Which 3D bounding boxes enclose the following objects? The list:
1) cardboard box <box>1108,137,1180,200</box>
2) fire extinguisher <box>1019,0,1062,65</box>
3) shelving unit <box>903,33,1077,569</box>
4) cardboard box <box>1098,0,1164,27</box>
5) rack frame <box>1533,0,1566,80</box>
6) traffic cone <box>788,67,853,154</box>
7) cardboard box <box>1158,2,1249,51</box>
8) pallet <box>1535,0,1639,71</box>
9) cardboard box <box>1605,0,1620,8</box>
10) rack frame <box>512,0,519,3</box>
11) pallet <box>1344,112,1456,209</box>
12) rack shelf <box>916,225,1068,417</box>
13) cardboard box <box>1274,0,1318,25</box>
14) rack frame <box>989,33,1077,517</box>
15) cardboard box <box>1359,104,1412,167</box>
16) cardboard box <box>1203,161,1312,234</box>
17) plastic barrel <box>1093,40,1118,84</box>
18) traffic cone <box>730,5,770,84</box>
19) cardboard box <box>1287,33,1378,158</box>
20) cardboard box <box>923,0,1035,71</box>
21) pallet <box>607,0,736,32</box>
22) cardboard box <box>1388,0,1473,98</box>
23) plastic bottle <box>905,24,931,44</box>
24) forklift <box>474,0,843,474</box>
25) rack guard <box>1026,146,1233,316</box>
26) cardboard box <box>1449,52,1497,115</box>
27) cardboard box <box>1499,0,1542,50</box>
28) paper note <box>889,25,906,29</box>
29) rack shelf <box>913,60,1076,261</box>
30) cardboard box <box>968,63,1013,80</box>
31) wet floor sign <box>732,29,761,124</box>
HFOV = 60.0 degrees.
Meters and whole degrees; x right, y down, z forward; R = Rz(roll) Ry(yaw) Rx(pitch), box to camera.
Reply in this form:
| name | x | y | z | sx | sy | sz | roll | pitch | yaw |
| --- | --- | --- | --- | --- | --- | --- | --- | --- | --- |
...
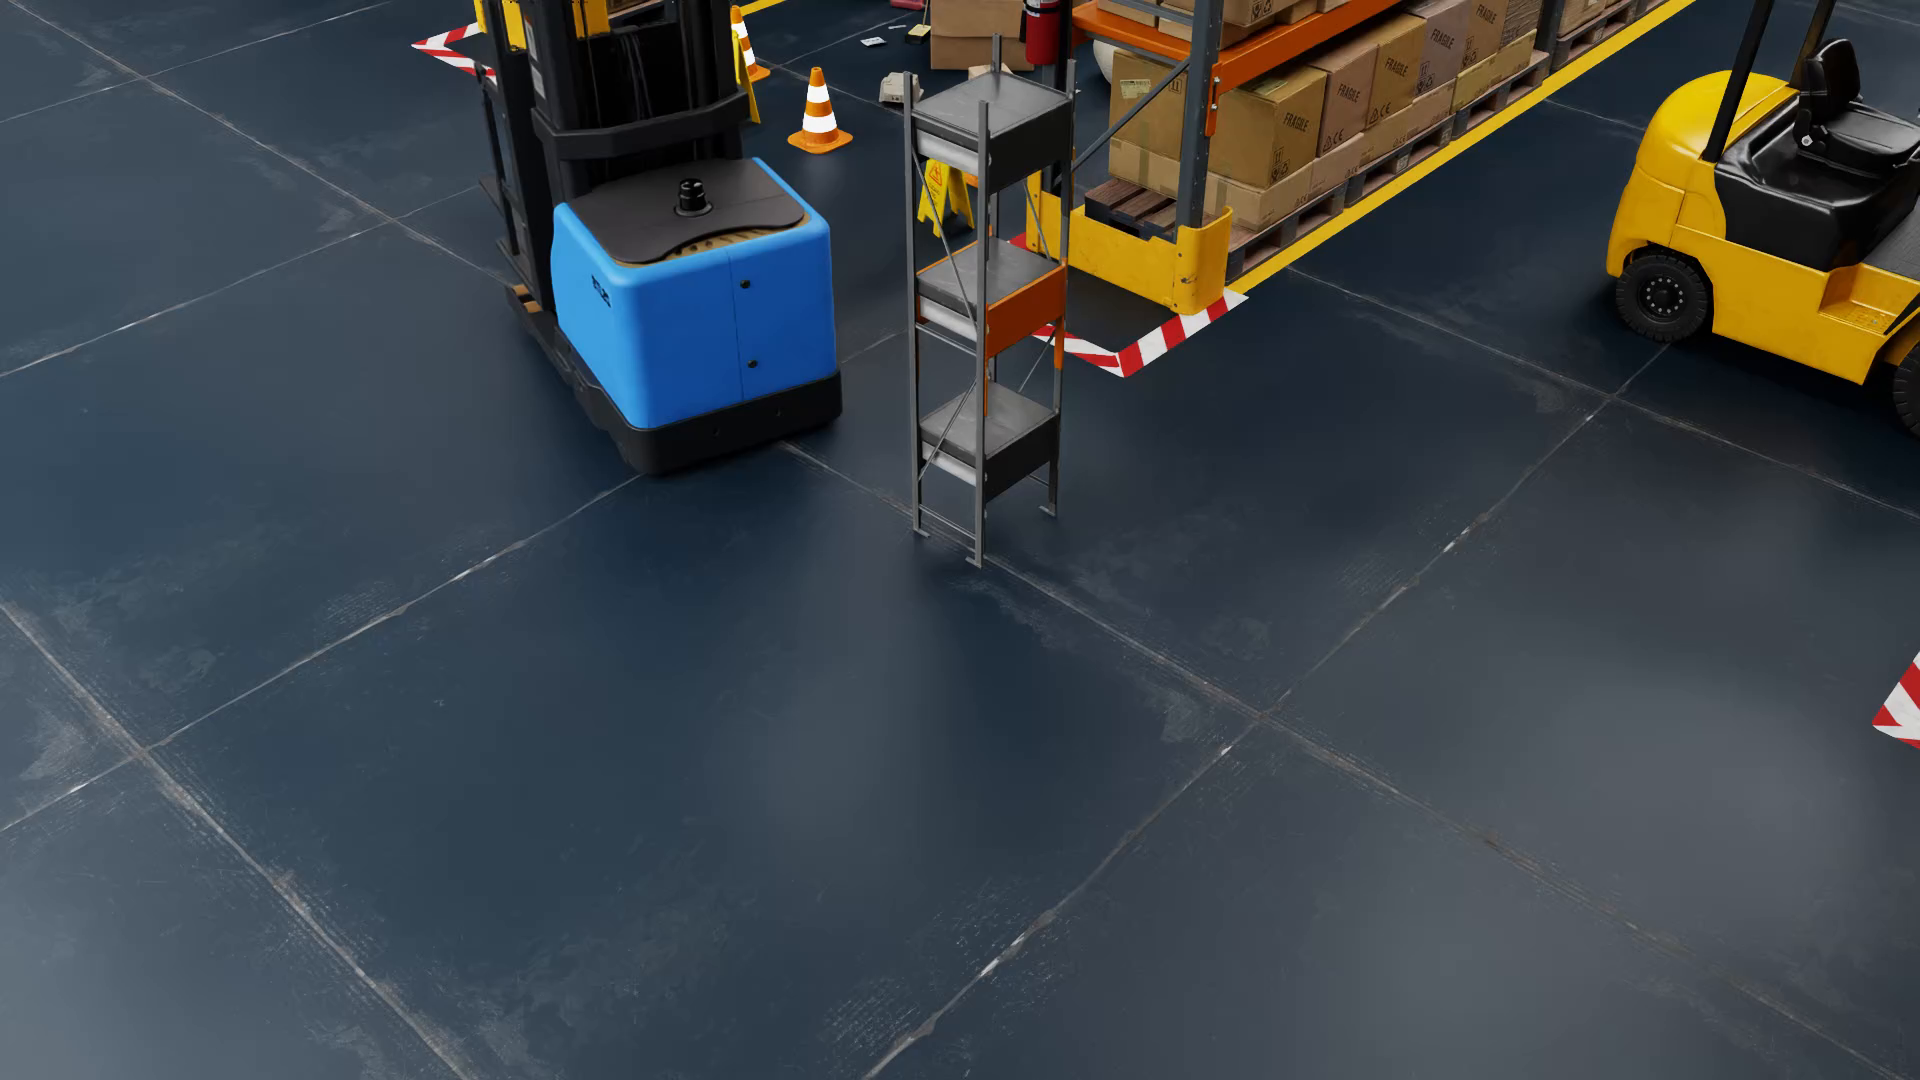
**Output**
| name | x | y | z | sx | sy | sz | roll | pitch | yaw |
| --- | --- | --- | --- | --- | --- | --- | --- | --- | --- |
| cardboard box | 1.201 | -2.208 | 9.489 | 0.500 | 0.250 | 0.500 | 29 | 47 | 32 |
| fire extinguisher | 0.420 | -2.735 | 8.342 | 0.296 | 0.674 | 0.183 | 30 | 47 | 32 |
| shelving unit | 0.112 | -0.898 | 6.692 | 0.431 | 2.100 | 0.503 | 30 | 47 | 32 |
| cardboard box | 0.932 | -2.788 | 8.548 | 0.380 | 0.149 | 0.250 | 31 | 48 | 33 |
| rack frame | 3.536 | -4.462 | 10.452 | 1.000 | 3.000 | 0.127 | 30 | 47 | 32 |
| traffic cone | -0.873 | -2.681 | 10.250 | 0.336 | 0.463 | 0.334 | 30 | 47 | 32 |
| cardboard box | 1.220 | -2.596 | 8.306 | 0.380 | 0.149 | 0.250 | 30 | 47 | 32 |
| pallet | 4.060 | -3.729 | 11.770 | 1.003 | 0.211 | 1.213 | 30 | 47 | 32 |
| cardboard box | 4.371 | -4.172 | 11.861 | 0.625 | 0.372 | 0.950 | -31 | 48 | -33 |
| rack frame | -2.884 | -4.657 | 10.696 | 1.000 | 3.000 | 0.127 | 30 | 47 | 32 |
| pallet | 2.286 | -2.485 | 10.205 | 1.003 | 0.211 | 1.213 | 30 | 47 | 32 |
| rack shelf | 0.112 | -0.887 | 6.701 | 0.431 | 0.518 | 0.480 | 30 | 47 | 32 |
| cardboard box | 1.618 | -2.805 | 8.570 | 0.380 | 0.149 | 0.250 | 28 | 46 | 31 |
| rack frame | 0.276 | -1.010 | 6.833 | 0.400 | 2.100 | 0.015 | 30 | 47 | 32 |
| cardboard box | 2.295 | -2.455 | 9.799 | 0.500 | 0.250 | 0.500 | -31 | 48 | -33 |
| cardboard box | 1.586 | -1.967 | 9.186 | 0.500 | 0.250 | 0.500 | 29 | 47 | 32 |
| plastic barrel | 1.114 | -3.201 | 10.936 | 0.421 | 0.421 | 0.512 | -5 | 39 | -6 |
| traffic cone | -1.478 | -3.312 | 11.043 | 0.336 | 0.463 | 0.334 | 30 | 47 | 32 |
| cardboard box | 1.951 | -2.514 | 9.271 | 0.500 | 0.500 | 0.500 | 28 | 46 | 30 |
| cardboard box | 0.154 | -3.518 | 11.270 | 0.797 | 0.503 | 0.637 | 2 | 39 | 2 |
| pallet | -2.403 | -3.966 | 12.068 | 1.003 | 0.211 | 1.213 | 30 | 47 | 32 |
| cardboard box | 2.650 | -2.990 | 9.870 | 0.500 | 0.500 | 0.500 | -31 | 48 | -33 |
| plastic bottle | -0.273 | -3.568 | 11.688 | 0.133 | 0.061 | 0.283 | 14 | 41 | 17 |
| forklift | -1.720 | -2.345 | 7.843 | 1.130 | 2.935 | 3.031 | -19 | 42 | -23 |
| rack guard | 0.889 | -1.681 | 8.963 | 1.175 | 0.500 | 0.348 | 30 | 47 | 32 |
| cardboard box | 2.984 | -2.917 | 10.381 | 0.500 | 0.250 | 0.500 | 28 | 46 | 31 |
| cardboard box | 3.335 | -3.460 | 10.460 | 0.500 | 0.500 | 0.500 | 29 | 47 | 31 |
| paper note | -0.446 | -3.652 | 11.835 | 0.123 | 0.001 | 0.032 | -11 | 40 | -14 |
| rack shelf | 0.112 | -1.435 | 6.265 | 0.431 | 0.518 | 0.480 | 30 | 47 | 32 |
| cardboard box | 0.230 | -2.959 | 10.852 | 0.250 | 0.149 | 0.380 | -11 | 40 | -14 |
| wet floor sign | -1.442 | -2.891 | 10.367 | 0.267 | 0.644 | 0.232 | 22 | 43 | 25 |
